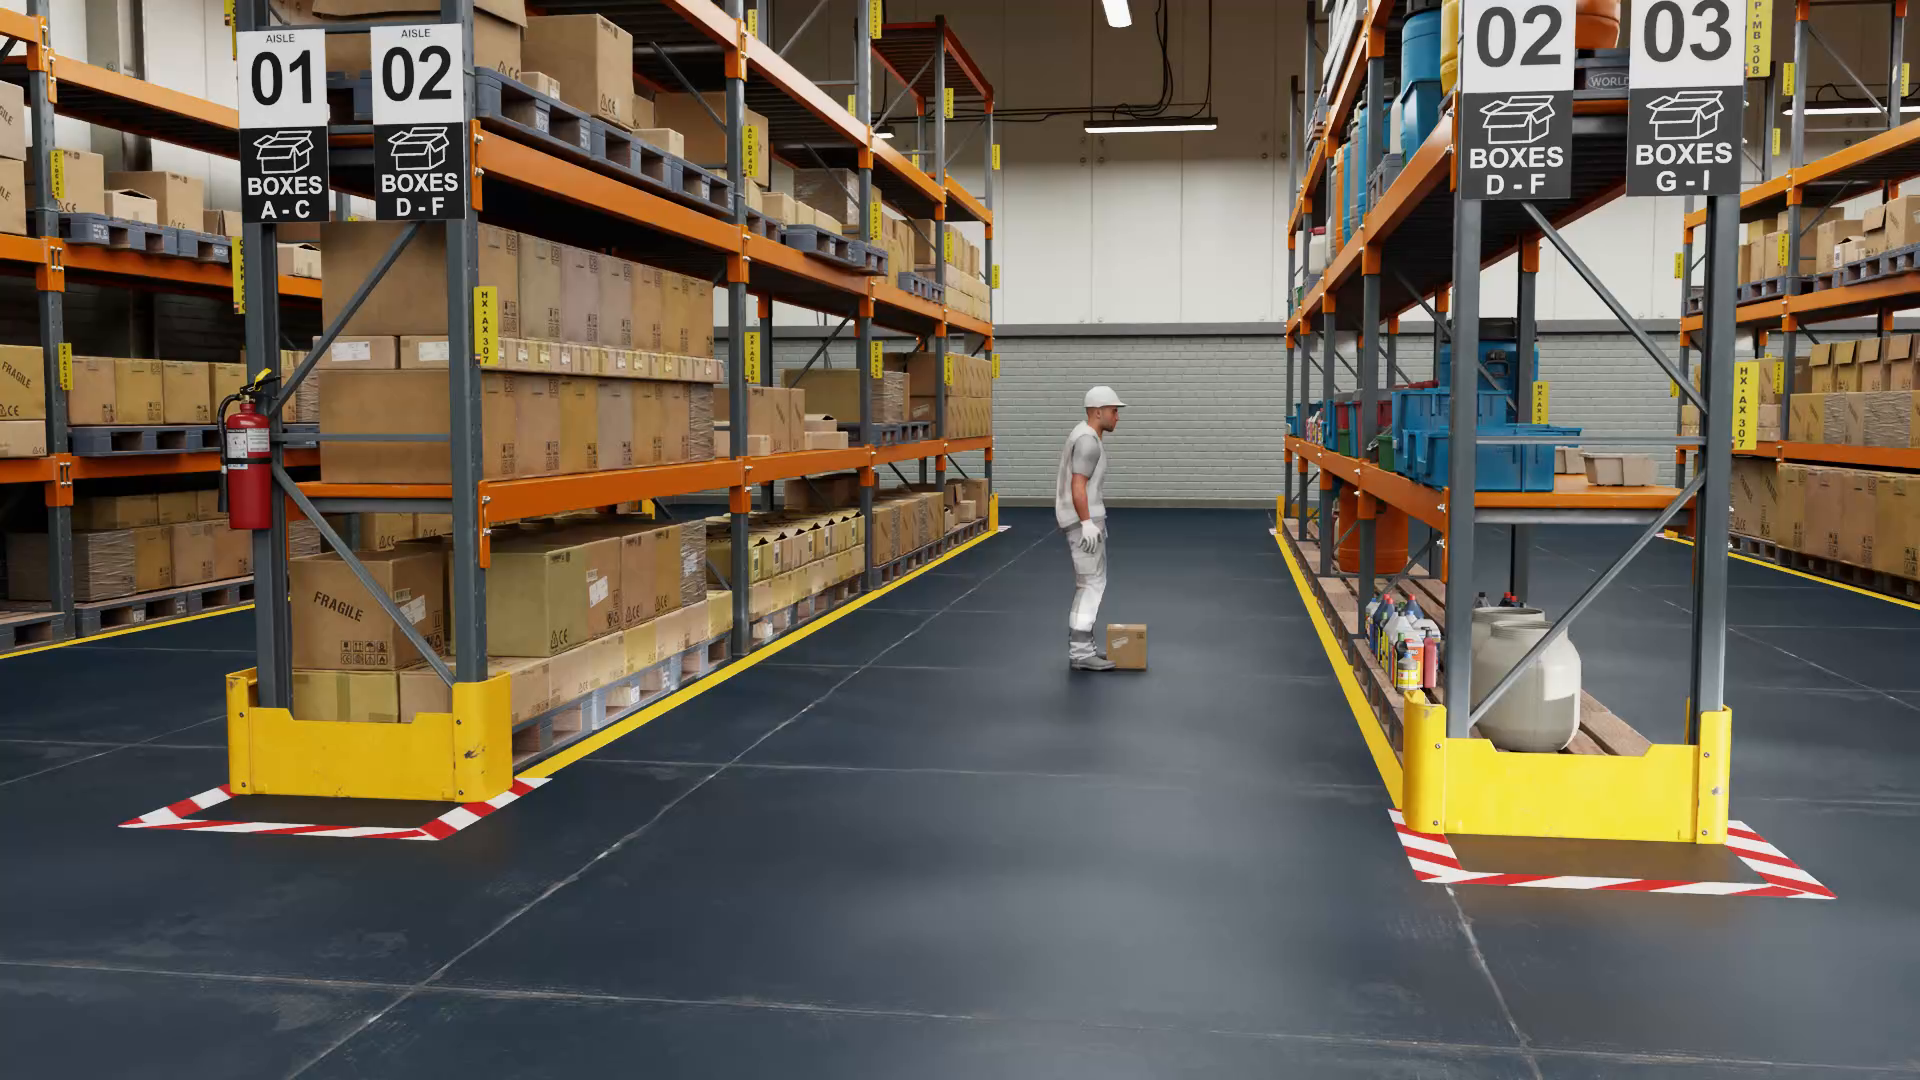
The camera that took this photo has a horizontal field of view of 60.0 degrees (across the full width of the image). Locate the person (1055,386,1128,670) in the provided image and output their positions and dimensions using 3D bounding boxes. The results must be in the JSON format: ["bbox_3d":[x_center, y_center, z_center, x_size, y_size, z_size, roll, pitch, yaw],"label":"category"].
[{"bbox_3d":[0.834,-0.084,10.573,0.453,1.778,0.579,1,4,9],"label":"person"}]
